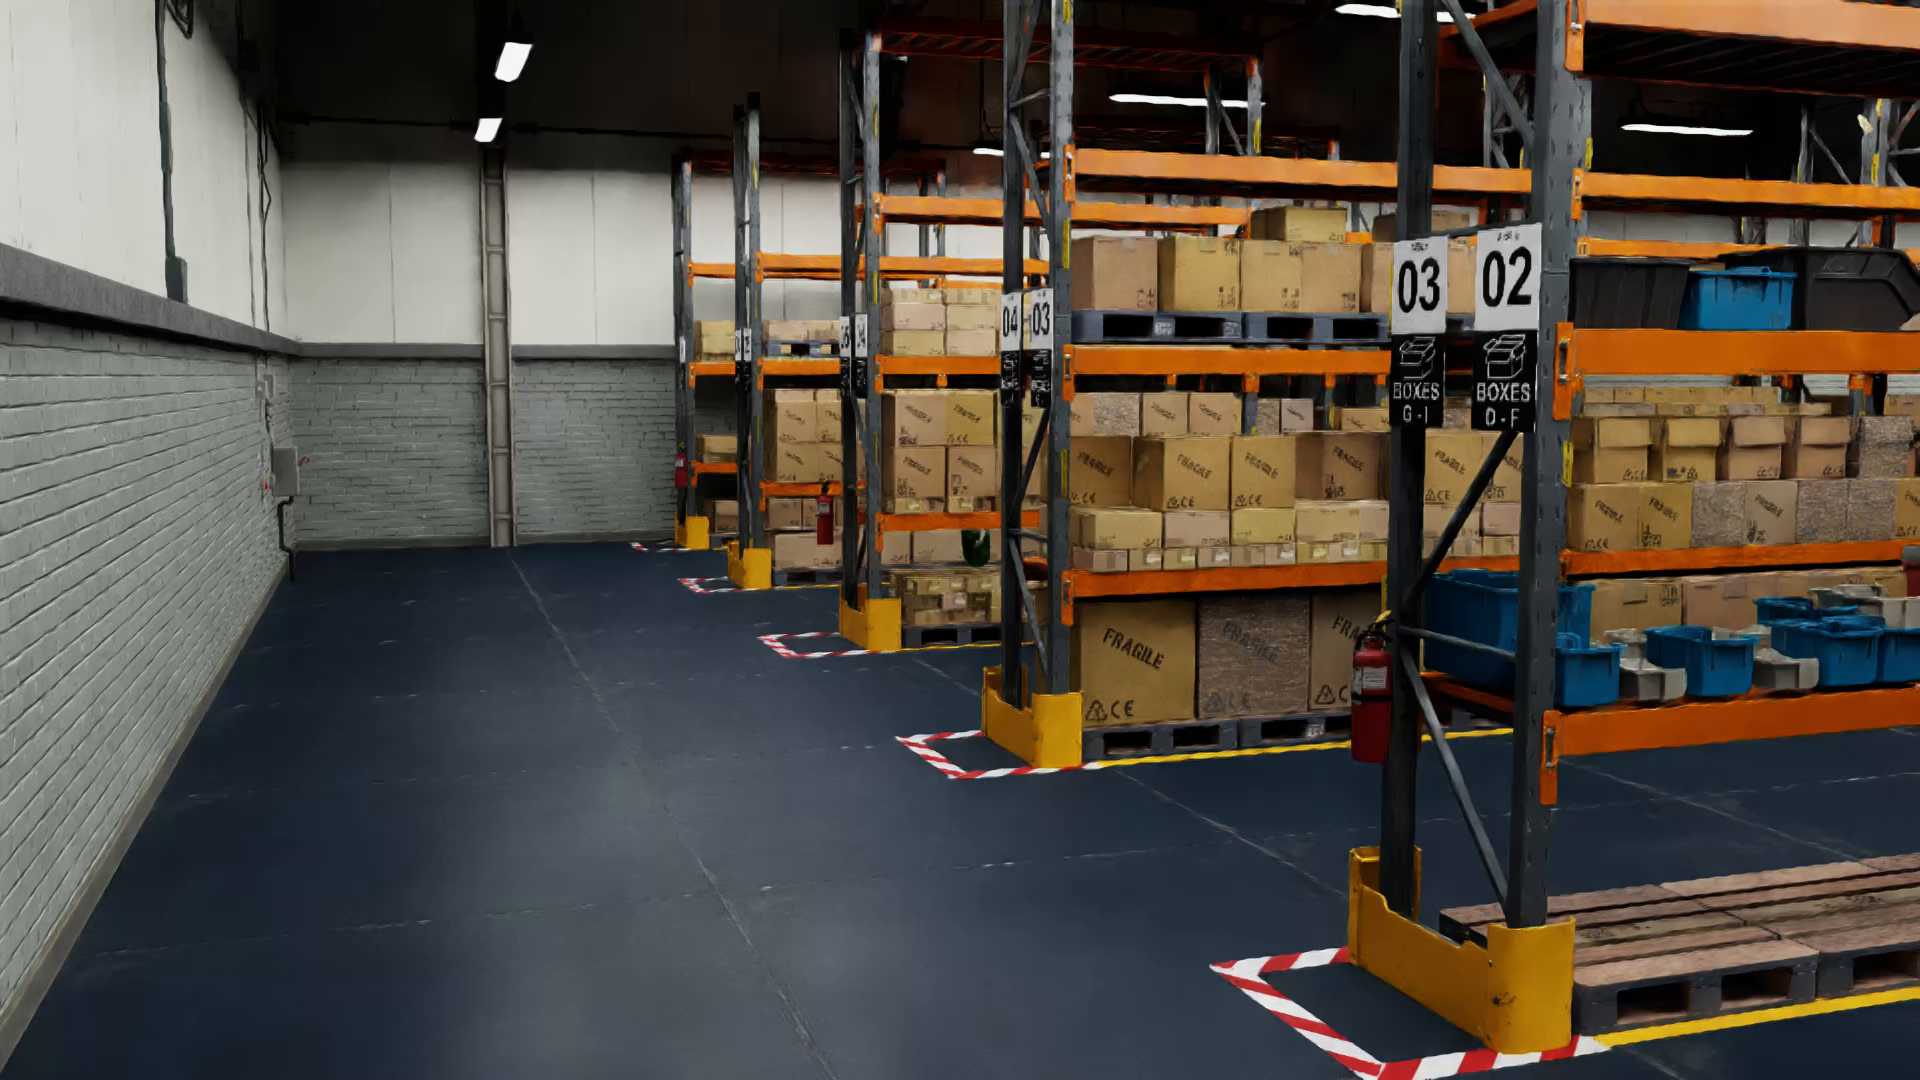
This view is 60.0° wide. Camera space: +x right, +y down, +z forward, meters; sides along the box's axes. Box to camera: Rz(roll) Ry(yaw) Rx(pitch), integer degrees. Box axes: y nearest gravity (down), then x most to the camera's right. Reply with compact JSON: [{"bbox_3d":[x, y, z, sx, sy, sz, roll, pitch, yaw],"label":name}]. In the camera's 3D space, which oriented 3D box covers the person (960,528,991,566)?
[{"bbox_3d":[0.185,-0.079,18.394,0.675,1.761,0.539,-5,7,-39],"label":"person"}]
